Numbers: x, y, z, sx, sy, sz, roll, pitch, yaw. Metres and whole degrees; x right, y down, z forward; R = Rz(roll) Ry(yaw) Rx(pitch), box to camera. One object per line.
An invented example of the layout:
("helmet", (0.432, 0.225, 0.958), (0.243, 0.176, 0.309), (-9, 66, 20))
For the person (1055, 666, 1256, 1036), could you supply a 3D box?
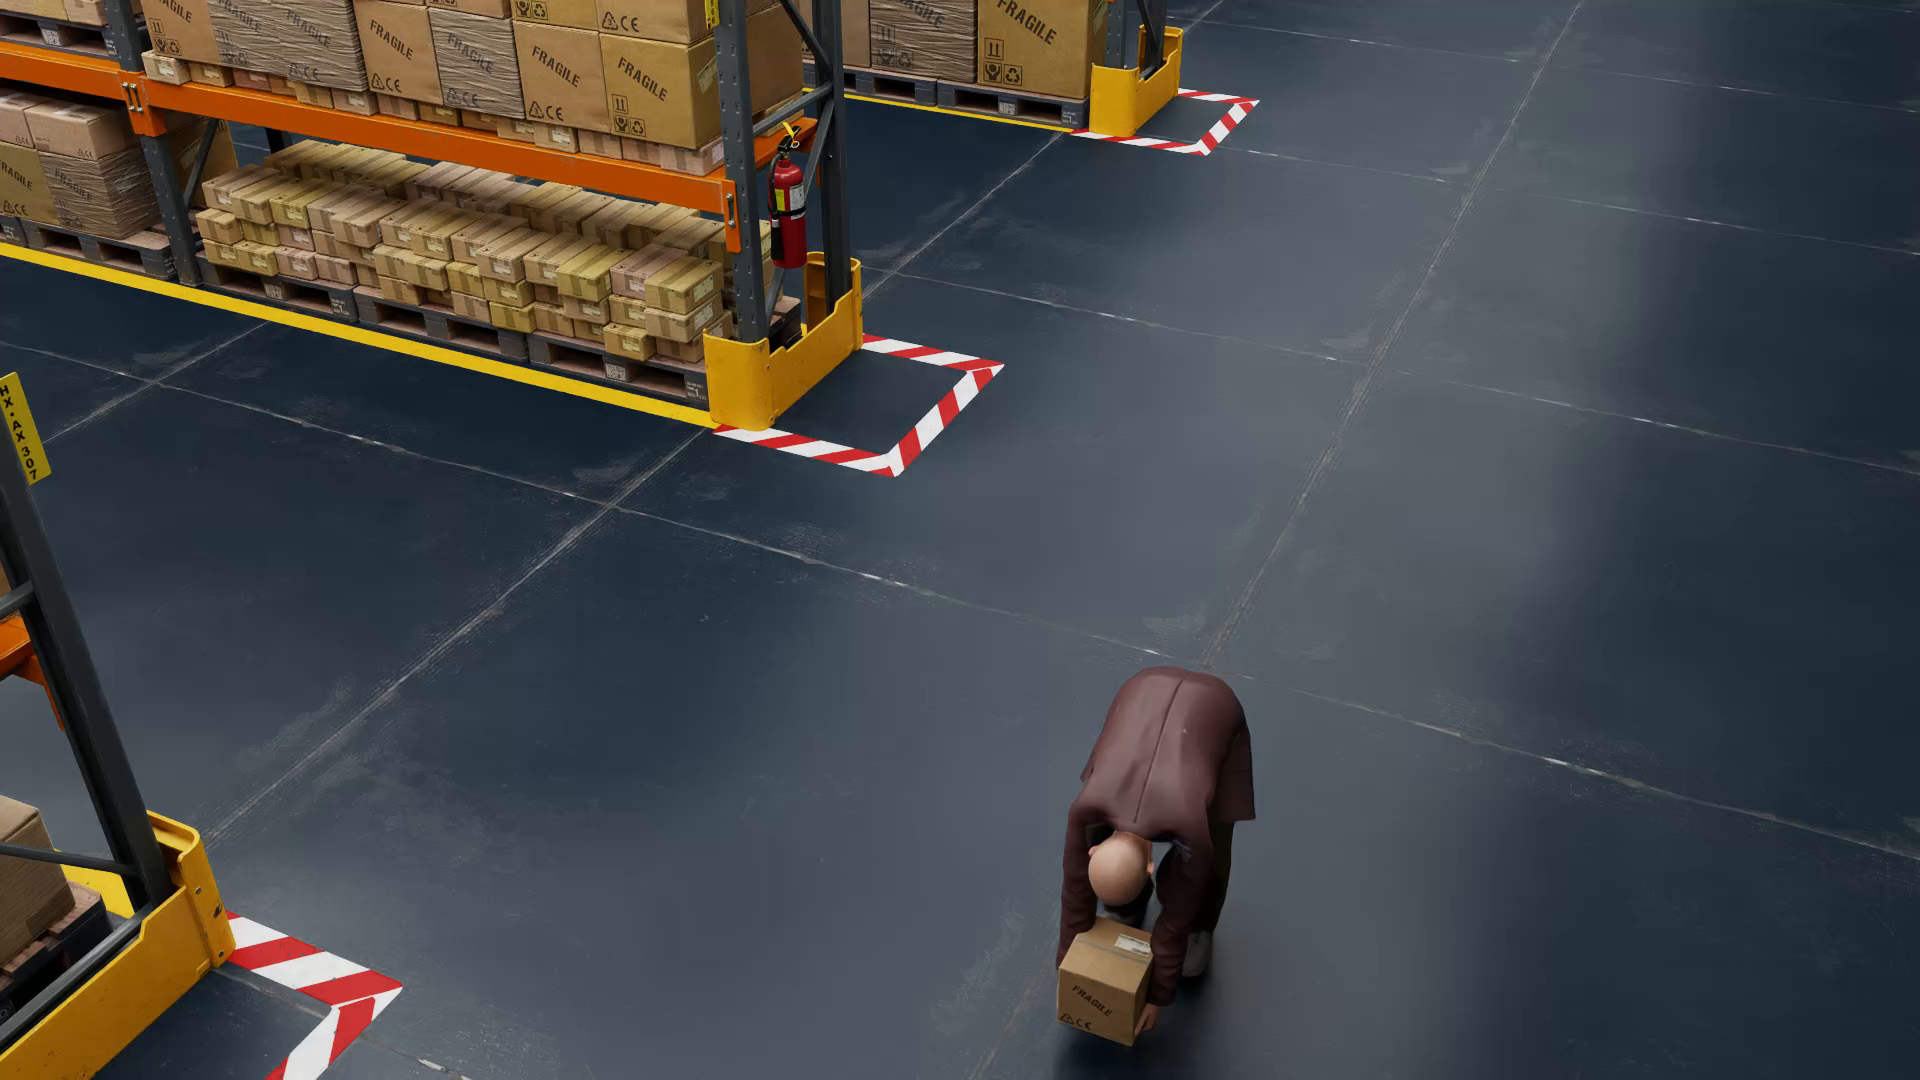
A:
("person", (0.605, 0.997, 5.293), (0.582, 1.051, 0.946), (13, 35, 18))
